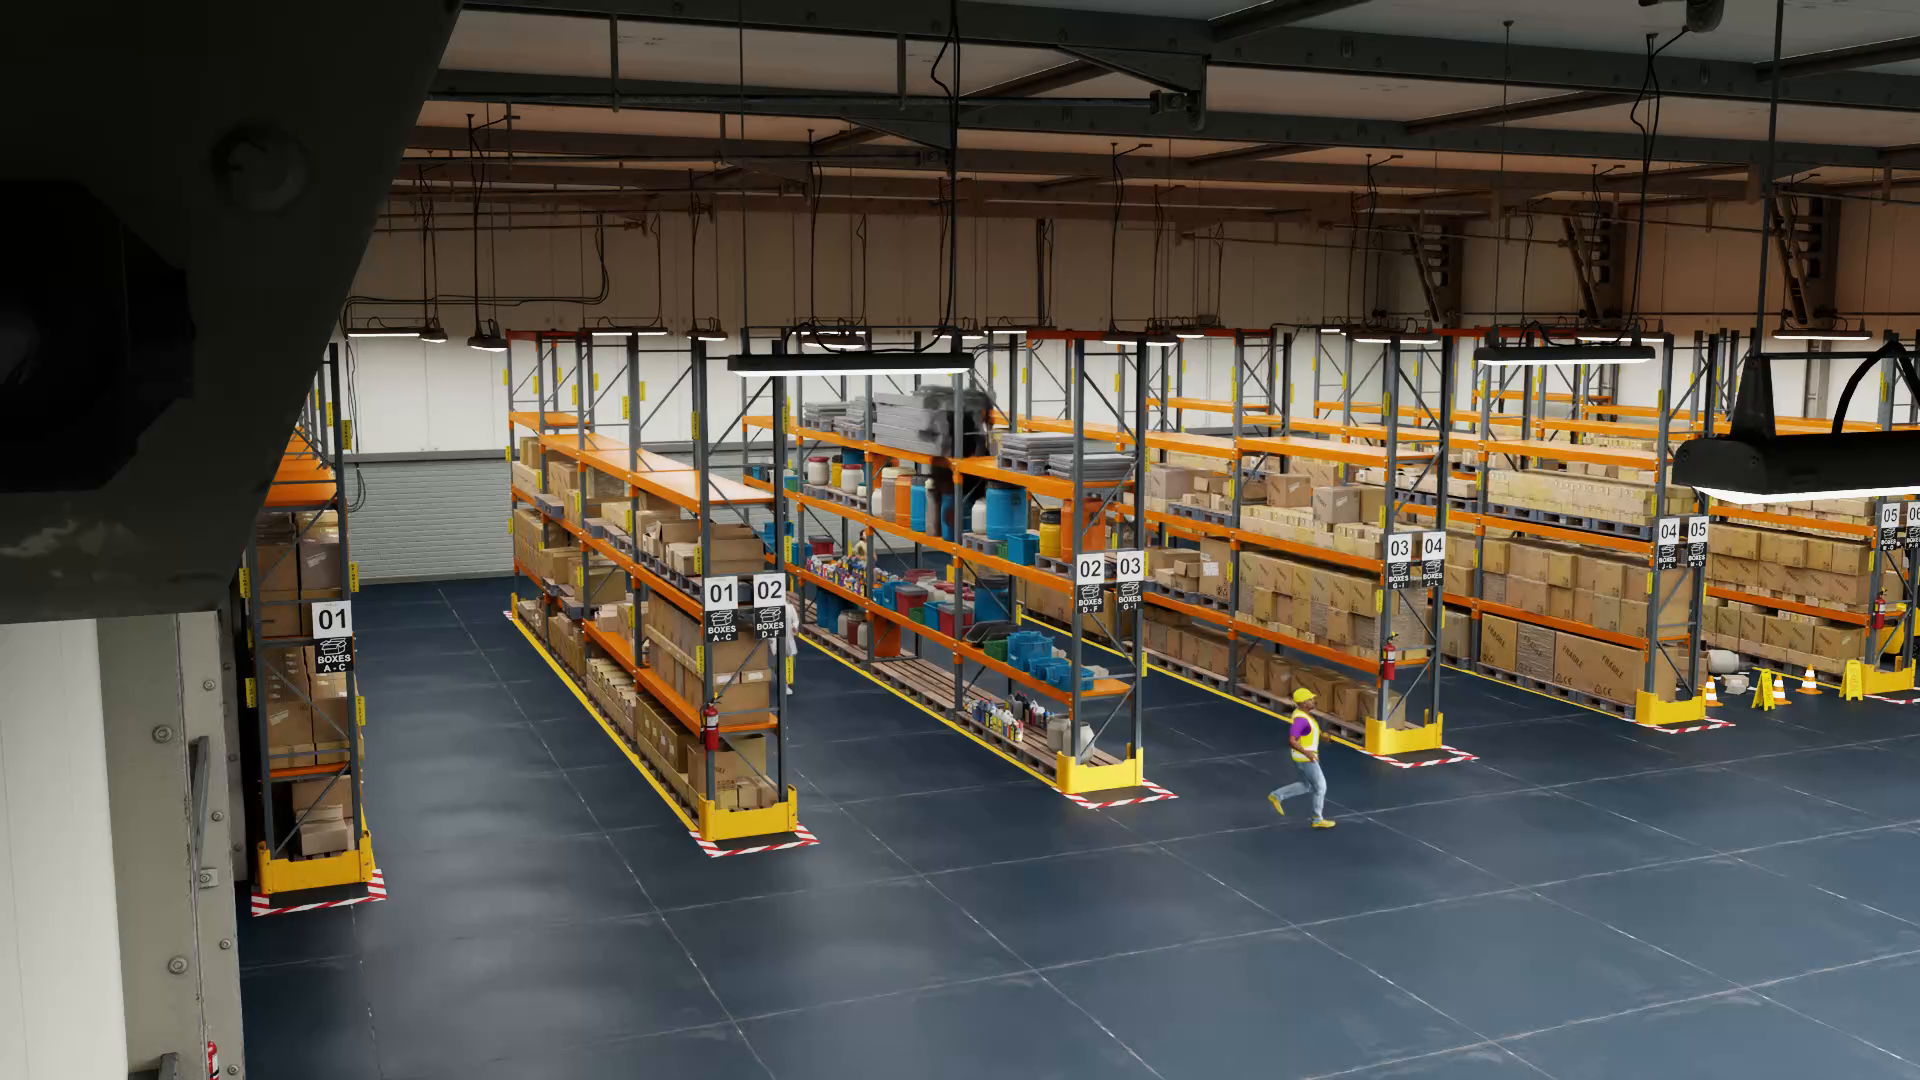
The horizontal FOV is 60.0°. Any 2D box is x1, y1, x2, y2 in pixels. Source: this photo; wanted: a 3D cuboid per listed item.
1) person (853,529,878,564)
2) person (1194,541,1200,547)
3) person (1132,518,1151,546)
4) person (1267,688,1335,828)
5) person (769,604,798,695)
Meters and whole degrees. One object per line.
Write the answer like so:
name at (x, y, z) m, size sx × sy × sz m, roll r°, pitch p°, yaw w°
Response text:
person at (-2.048, 0.581, 36.307) m, size 0.607 × 1.657 × 0.591 m, roll -5°, pitch 9°, yaw -35°
person at (6.190, -0.216, 42.457) m, size 0.699 × 1.554 × 0.564 m, roll -2°, pitch 8°, yaw -18°
person at (4.072, 0.316, 37.876) m, size 0.693 × 1.737 × 0.698 m, roll -1°, pitch 8°, yaw -9°
person at (4.236, 2.689, 20.549) m, size 0.838 × 1.738 × 0.714 m, roll 1°, pitch 8°, yaw 9°
person at (-3.013, 1.691, 27.839) m, size 0.715 × 1.735 × 0.826 m, roll -5°, pitch 9°, yaw -32°
